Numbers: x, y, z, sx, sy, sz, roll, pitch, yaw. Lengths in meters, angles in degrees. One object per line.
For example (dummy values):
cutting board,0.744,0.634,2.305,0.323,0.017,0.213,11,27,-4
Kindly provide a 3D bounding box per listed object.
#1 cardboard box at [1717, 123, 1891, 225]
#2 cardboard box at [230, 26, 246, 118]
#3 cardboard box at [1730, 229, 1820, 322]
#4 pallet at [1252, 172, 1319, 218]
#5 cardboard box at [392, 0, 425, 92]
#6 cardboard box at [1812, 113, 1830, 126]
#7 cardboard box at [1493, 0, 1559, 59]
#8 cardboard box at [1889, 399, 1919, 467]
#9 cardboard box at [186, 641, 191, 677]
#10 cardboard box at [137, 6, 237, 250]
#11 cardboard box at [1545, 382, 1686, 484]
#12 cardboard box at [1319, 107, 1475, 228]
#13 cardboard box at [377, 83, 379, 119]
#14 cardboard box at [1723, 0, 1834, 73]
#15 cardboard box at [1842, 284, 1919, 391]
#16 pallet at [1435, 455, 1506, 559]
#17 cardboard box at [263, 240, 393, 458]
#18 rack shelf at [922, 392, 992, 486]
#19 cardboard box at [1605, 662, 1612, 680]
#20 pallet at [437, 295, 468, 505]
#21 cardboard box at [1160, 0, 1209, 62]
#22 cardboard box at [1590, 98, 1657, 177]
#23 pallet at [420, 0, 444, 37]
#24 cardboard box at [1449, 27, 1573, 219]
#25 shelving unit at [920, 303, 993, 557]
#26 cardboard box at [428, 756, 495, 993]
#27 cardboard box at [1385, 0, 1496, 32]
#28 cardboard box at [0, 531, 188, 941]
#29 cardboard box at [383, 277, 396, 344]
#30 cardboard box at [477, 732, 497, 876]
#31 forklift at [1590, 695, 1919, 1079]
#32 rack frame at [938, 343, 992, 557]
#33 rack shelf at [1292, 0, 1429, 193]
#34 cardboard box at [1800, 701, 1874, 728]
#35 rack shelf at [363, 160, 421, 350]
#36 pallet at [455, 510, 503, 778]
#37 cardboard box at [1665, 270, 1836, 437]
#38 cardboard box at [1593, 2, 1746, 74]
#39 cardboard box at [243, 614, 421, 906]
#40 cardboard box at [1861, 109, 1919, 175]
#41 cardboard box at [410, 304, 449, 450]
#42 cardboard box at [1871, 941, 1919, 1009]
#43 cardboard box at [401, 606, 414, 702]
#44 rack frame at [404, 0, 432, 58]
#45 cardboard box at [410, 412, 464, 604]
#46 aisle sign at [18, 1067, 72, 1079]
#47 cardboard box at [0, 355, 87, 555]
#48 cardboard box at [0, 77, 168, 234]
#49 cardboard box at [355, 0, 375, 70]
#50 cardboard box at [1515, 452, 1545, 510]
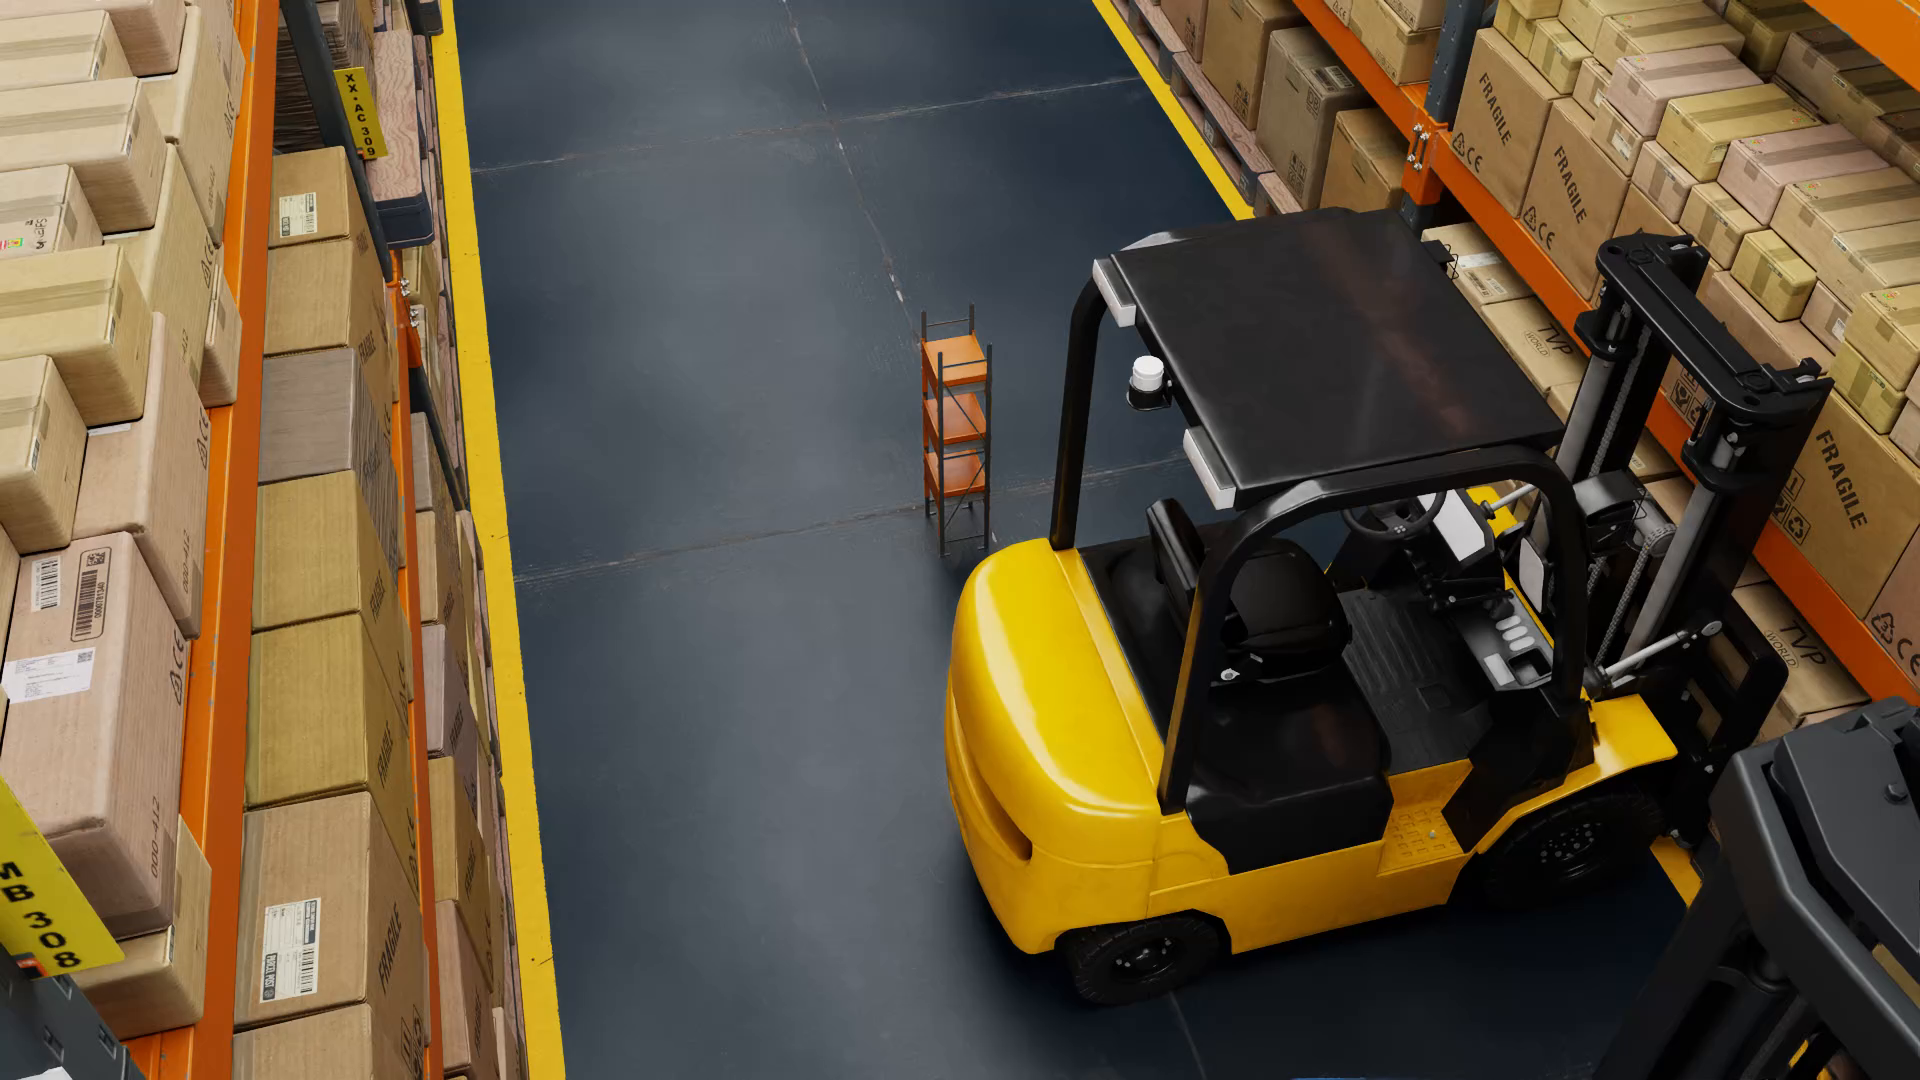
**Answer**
cardboard box,2.530,-1.101,4.997,0.380,0.149,0.250,-11,47,-10
cardboard box,-1.843,-1.061,3.765,0.380,0.149,0.250,-10,46,-9
cardboard box,2.533,-0.807,4.916,0.380,0.149,0.250,-12,47,-11
pallet,2.103,-1.410,7.984,1.003,0.211,1.213,-11,47,-10
cardboard box,-3.357,-2.571,8.715,0.950,0.372,0.625,-14,47,-13
cardboard box,2.894,-1.260,5.360,0.380,0.149,0.250,-9,46,-9
cardboard box,2.156,-1.878,5.966,0.380,0.149,0.250,-11,47,-11
cardboard box,2.725,-0.283,4.403,0.380,0.149,0.250,-12,47,-12
cardboard box,-1.404,0.183,2.546,0.380,0.149,0.250,-10,46,-9
cardboard box,-1.704,-0.769,3.200,0.500,0.250,0.500,-10,46,-9
cardboard box,2.409,-0.331,5.905,0.500,0.250,0.500,-9,46,-9
cardboard box,2.184,-1.558,7.546,0.875,0.625,0.625,-9,46,-9
cardboard box,-2.360,-1.647,6.145,0.380,0.149,0.250,-10,46,-9
cardboard box,2.808,-1.724,5.607,0.380,0.149,0.250,-11,47,-11
cardboard box,2.634,-0.560,4.467,0.380,0.149,0.250,-10,46,-10
pallet,2.492,-0.352,6.947,1.003,0.211,1.213,-11,47,-10
cardboard box,-1.976,-0.498,4.859,0.500,0.500,0.500,-9,46,-9
rack shelf,-0.014,-0.397,6.419,0.215,0.259,0.240,-11,47,-10
cardboard box,2.535,0.379,5.909,0.500,0.250,0.500,-9,46,-9
pallet,-2.669,-0.535,7.127,1.003,0.211,1.213,-11,47,-10
cardboard box,1.626,-3.079,9.036,0.875,0.625,0.625,-9,46,-9
cardboard box,2.309,-1.341,5.440,0.380,0.149,0.250,-10,46,-9
pallet,-3.621,-3.318,9.854,1.003,0.211,1.213,-11,47,-10
cardboard box,2.190,-1.565,6.114,0.500,0.500,0.500,-12,47,-11
shelving unit,-0.014,-0.404,6.411,0.215,1.050,0.252,-11,47,-10
cardboard box,-1.649,1.009,4.767,0.500,0.500,0.500,-10,46,-10
cardboard box,1.956,-2.299,6.658,0.500,0.250,0.500,-12,47,-11
cardboard box,-1.316,0.290,2.162,0.500,0.250,0.500,-11,47,-11
cardboard box,-2.091,-0.720,5.531,0.380,0.149,0.250,-11,47,-11
cardboard box,-1.786,0.918,5.381,0.500,0.250,0.500,-10,46,-10
forklift,2.023,1.365,3.360,3.031,2.935,1.130,-16,48,-15
rack frame,0.017,-0.320,6.329,0.200,1.050,0.008,-11,47,-10
rack shelf,1.817,-3.013,8.107,1.077,0.370,4.000,-11,47,-10
cardboard box,2.797,0.730,4.865,0.500,0.250,0.500,-10,46,-10
rack shelf,-2.980,-2.103,7.215,1.077,0.370,4.000,-11,47,-10
pallet,-2.262,0.459,6.152,1.003,0.211,1.213,-11,47,-10
cardboard box,2.578,-0.508,5.078,0.500,0.500,0.500,-10,46,-10
cardboard box,2.352,-1.638,5.522,0.380,0.149,0.250,-11,47,-11
cardboard box,-1.565,0.562,3.821,0.500,0.500,0.500,-12,47,-11
cardboard box,2.999,-1.195,5.089,0.380,0.149,0.250,-11,47,-11
cardboard box,-2.605,-0.563,6.747,0.950,0.372,0.625,-10,46,-10
cardboard box,2.926,1.239,4.717,0.500,0.250,0.500,-11,47,-11
cardboard box,-1.691,0.334,4.498,0.380,0.149,0.250,-10,46,-10
rack frame,-3.492,-3.736,8.311,1.000,3.000,0.127,-11,47,-10
cardboard box,-2.058,-0.062,5.816,0.500,0.500,0.500,-11,47,-11
aisle sign,-1.129,0.864,1.983,0.394,0.787,0.004,-11,47,-10
cardboard box,-1.423,-0.091,2.257,0.380,0.149,0.250,-11,47,-10
cardboard box,-1.559,-0.627,2.782,0.380,0.149,0.250,-10,46,-9
cardboard box,-2.440,-1.982,6.020,0.500,0.500,0.500,-11,47,-10
cardboard box,2.403,-0.157,6.085,0.500,0.250,0.500,-11,47,-11
